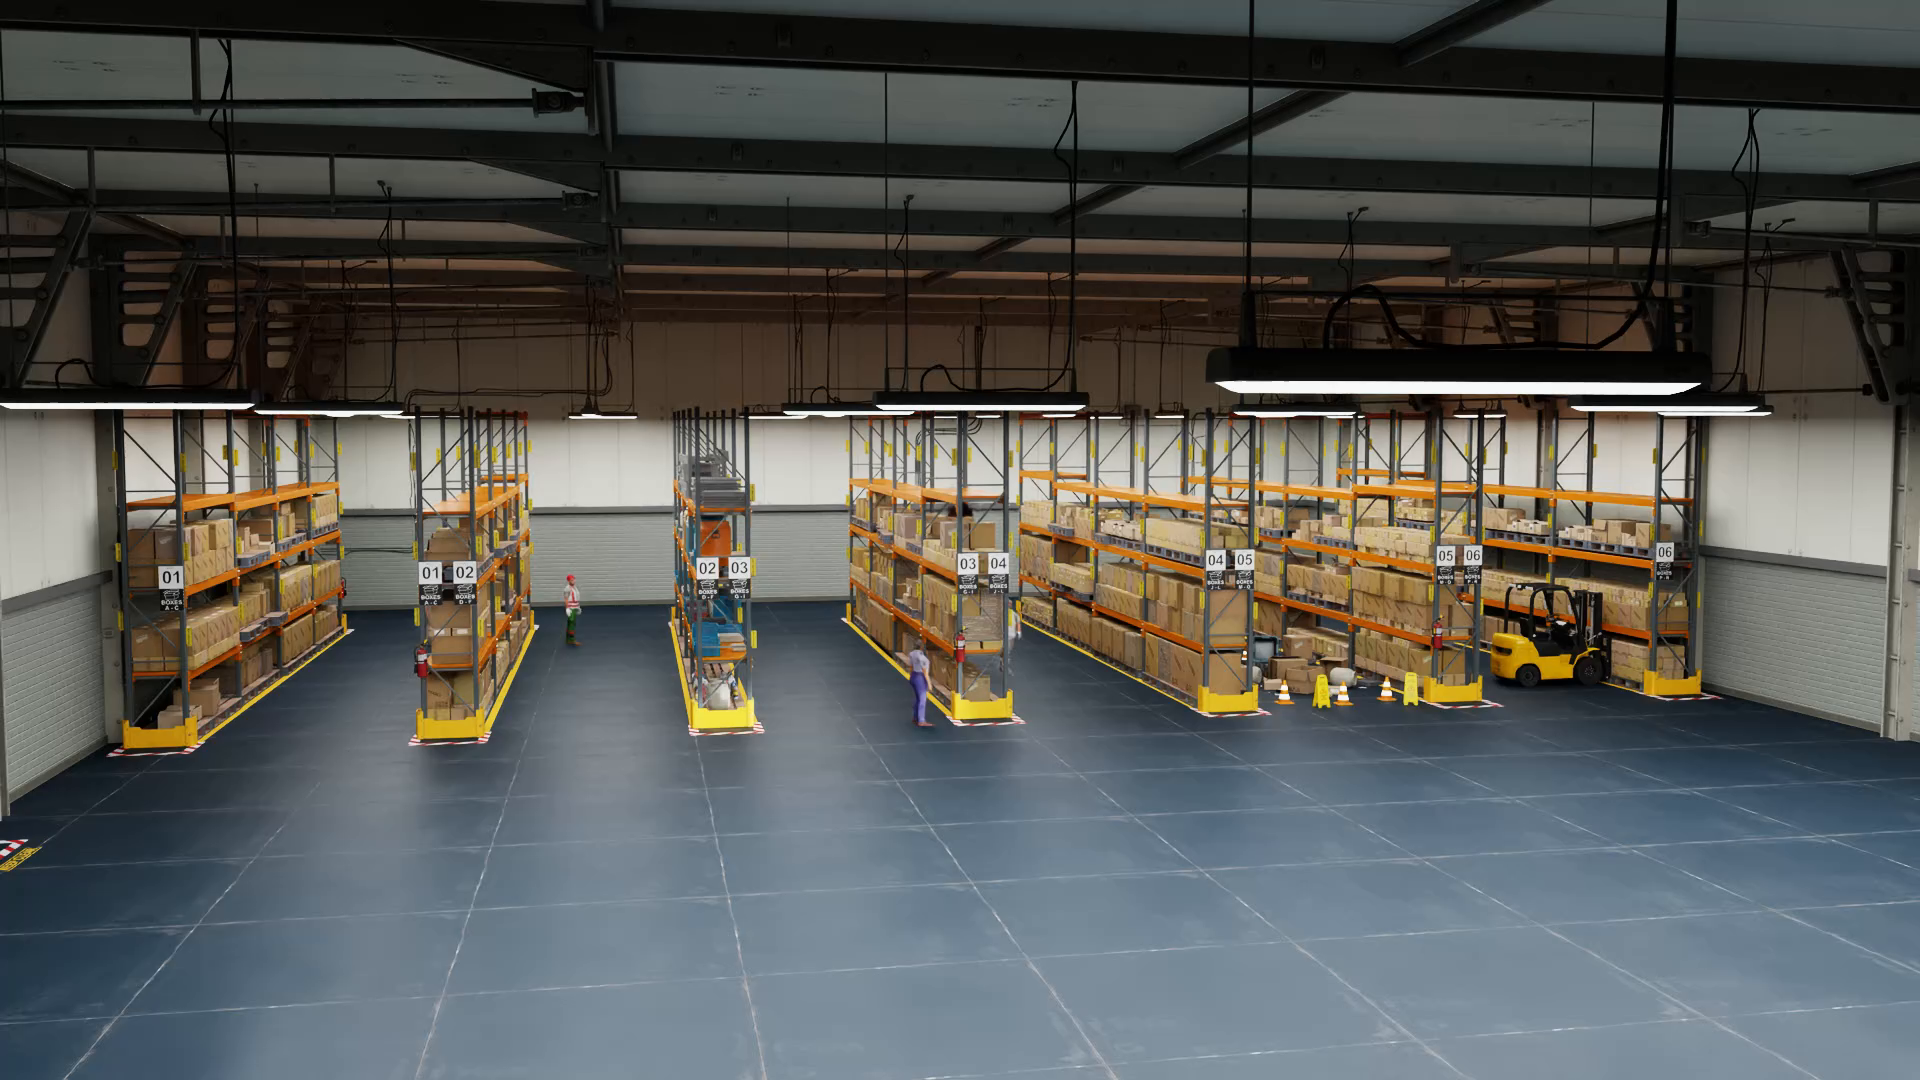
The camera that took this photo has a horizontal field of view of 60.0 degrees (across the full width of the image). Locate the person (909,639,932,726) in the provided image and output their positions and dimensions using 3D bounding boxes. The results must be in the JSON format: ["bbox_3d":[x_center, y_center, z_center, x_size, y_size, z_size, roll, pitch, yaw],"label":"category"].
[{"bbox_3d":[-0.749,2.712,31.388,0.382,1.724,0.538,-1,4,-18],"label":"person"}]

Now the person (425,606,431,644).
[{"bbox_3d":[-13.444,1.839,42.556,0.532,1.748,0.557,0,4,-1],"label":"person"}]

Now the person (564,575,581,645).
[{"bbox_3d":[-9.961,1.785,42.853,0.450,1.799,0.580,0,4,2],"label":"person"}]

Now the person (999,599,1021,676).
[{"bbox_3d":[1.117,2.183,37.343,0.529,1.691,1.087,-1,4,-19],"label":"person"}]
